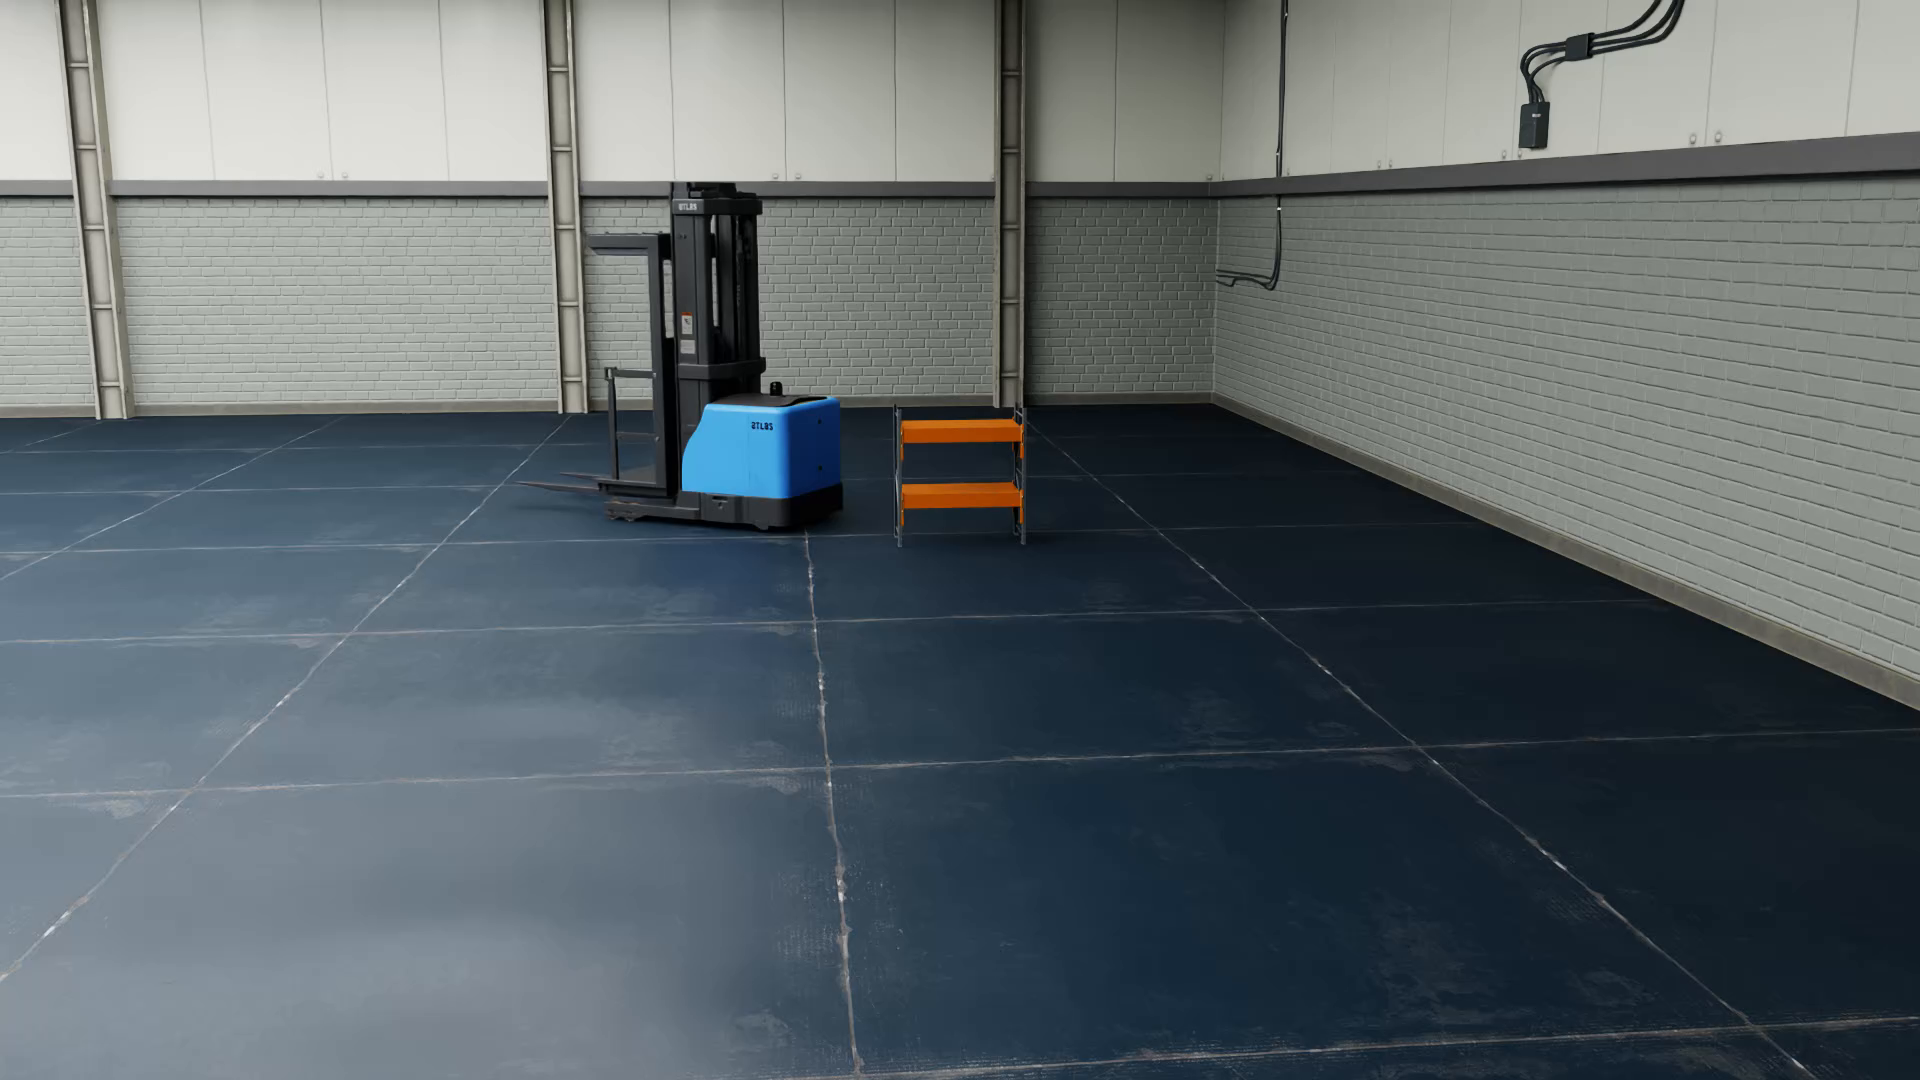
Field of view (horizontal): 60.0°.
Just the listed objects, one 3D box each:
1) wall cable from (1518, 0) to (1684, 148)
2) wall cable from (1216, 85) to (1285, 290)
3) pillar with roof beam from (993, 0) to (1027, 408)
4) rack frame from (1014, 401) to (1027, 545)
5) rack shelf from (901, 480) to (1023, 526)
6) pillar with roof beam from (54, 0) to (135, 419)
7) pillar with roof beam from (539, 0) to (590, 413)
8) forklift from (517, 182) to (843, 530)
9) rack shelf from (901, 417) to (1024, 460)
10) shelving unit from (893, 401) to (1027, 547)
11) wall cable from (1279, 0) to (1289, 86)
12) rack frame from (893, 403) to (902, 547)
[{"bbox_3d":[4.760,-5.953,12.004,0.169,6.003,2.305,-1,11,-6],"label":"wall cable"},{"bbox_3d":[3.751,-4.581,21.894,0.112,2.526,3.097,-1,11,-6],"label":"wall cable"},{"bbox_3d":[1.144,-5.472,18.372,0.400,9.000,9.100,-1,11,-6],"label":"pillar with roof beam"},{"bbox_3d":[0.499,-0.562,13.813,0.032,1.125,0.500,-1,11,-6],"label":"rack frame"},{"bbox_3d":[-0.007,-0.312,13.806,1.000,0.278,0.538,-1,11,-6],"label":"rack shelf"},{"bbox_3d":[-10.786,-5.222,17.101,0.400,9.000,9.100,-1,11,-6],"label":"pillar with roof beam"},{"bbox_3d":[-4.821,-5.347,17.737,0.400,9.000,9.100,-1,11,-6],"label":"pillar with roof beam"},{"bbox_3d":[-2.608,-1.689,14.861,3.031,2.935,1.130,5,12,25],"label":"forklift"},{"bbox_3d":[-0.007,-0.839,13.702,1.000,0.278,0.538,-1,11,-6],"label":"rack shelf"},{"bbox_3d":[-0.007,-0.552,13.759,1.048,1.125,0.538,-1,11,-6],"label":"shelving unit"},{"bbox_3d":[4.043,-6.541,18.767,0.112,2.526,3.097,-1,11,-6],"label":"wall cable"},{"bbox_3d":[-0.512,-0.541,13.705,0.032,1.125,0.500,-1,11,-6],"label":"rack frame"}]
